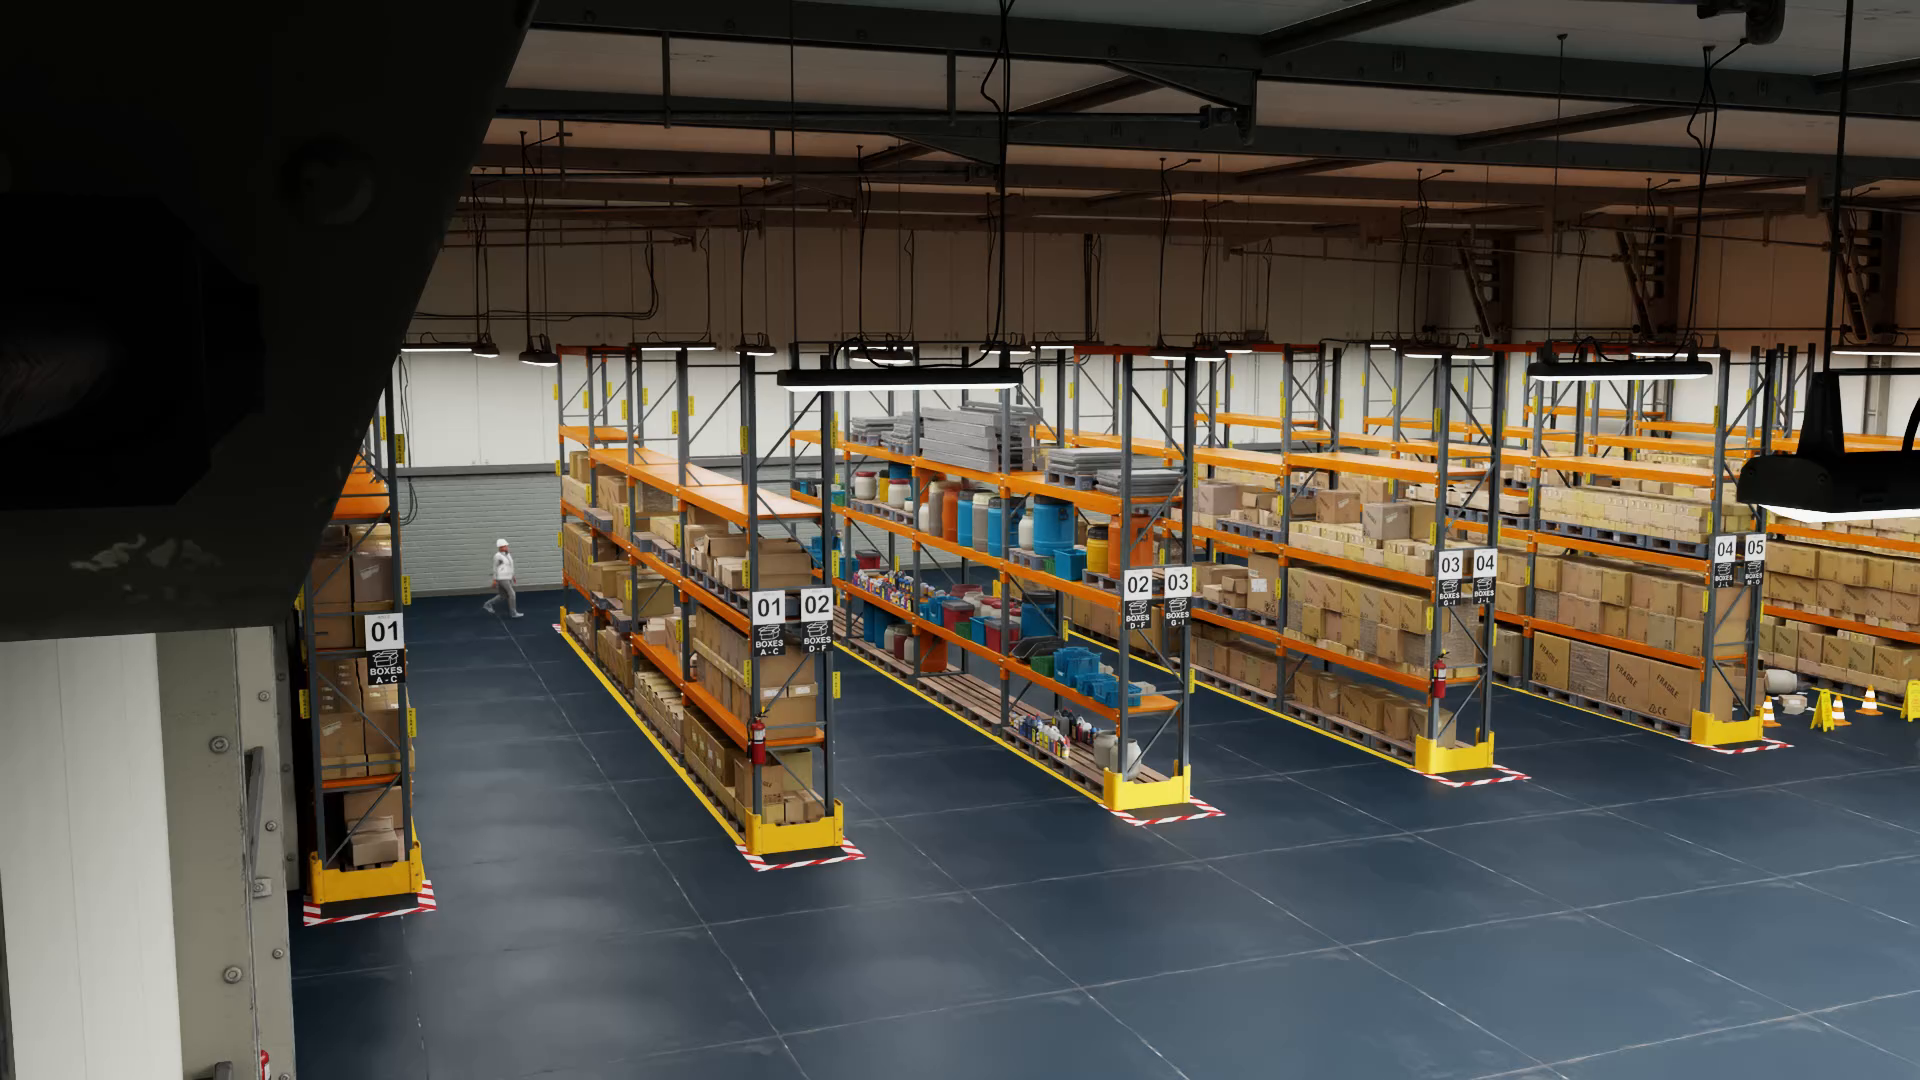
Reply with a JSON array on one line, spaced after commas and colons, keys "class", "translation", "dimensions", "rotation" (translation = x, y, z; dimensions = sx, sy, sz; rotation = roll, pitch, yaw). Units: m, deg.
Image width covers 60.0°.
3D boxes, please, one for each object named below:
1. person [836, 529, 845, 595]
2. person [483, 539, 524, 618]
[{"class": "person", "translation": [-2.937, 0.532, 38.868], "dimensions": [0.480, 1.603, 0.528], "rotation": [0, 7, -2]}, {"class": "person", "translation": [-10.018, 0.837, 36.456], "dimensions": [0.925, 1.745, 0.529], "rotation": [0, 7, 3]}]
